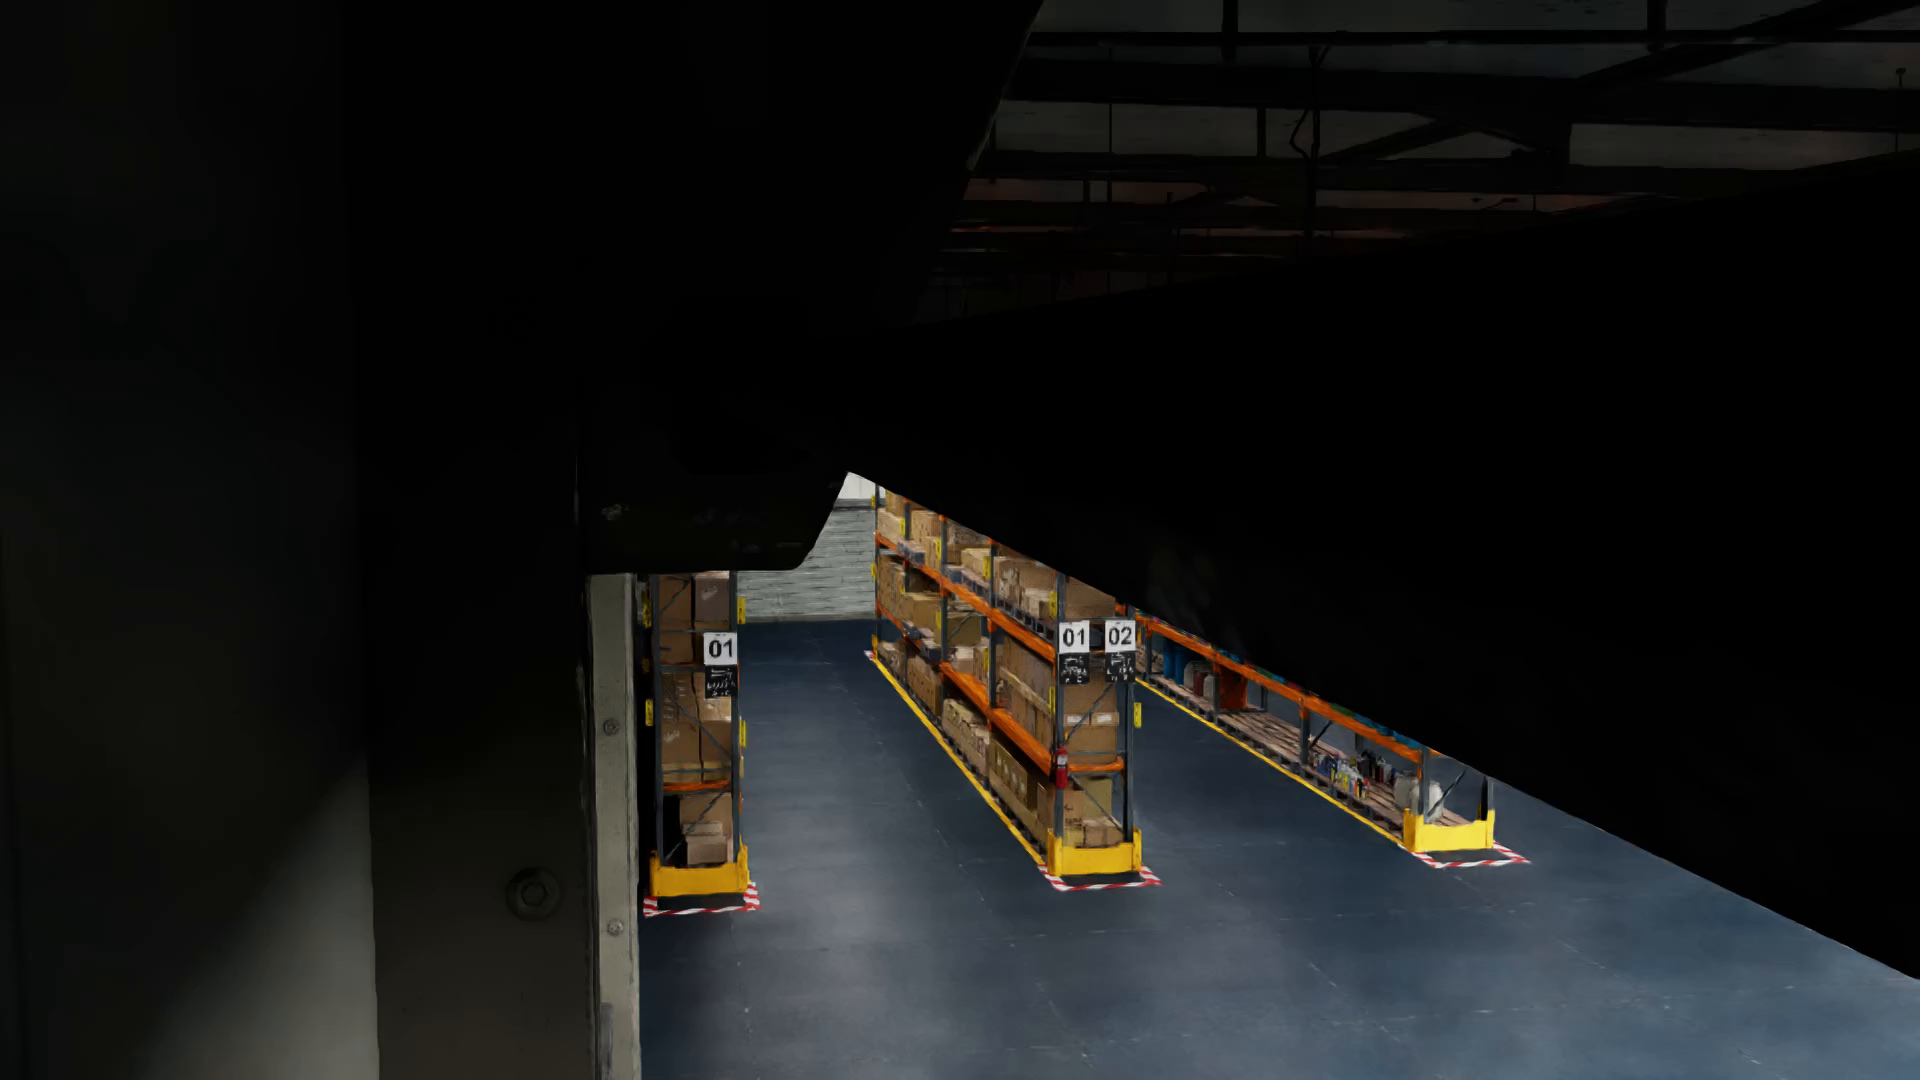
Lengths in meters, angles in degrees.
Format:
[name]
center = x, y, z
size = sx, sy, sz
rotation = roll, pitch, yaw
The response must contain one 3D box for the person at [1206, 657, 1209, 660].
[person]
center = 5.280, 1.814, 36.227
size = 0.592, 1.625, 0.531
rotation = -1, 6, -14
